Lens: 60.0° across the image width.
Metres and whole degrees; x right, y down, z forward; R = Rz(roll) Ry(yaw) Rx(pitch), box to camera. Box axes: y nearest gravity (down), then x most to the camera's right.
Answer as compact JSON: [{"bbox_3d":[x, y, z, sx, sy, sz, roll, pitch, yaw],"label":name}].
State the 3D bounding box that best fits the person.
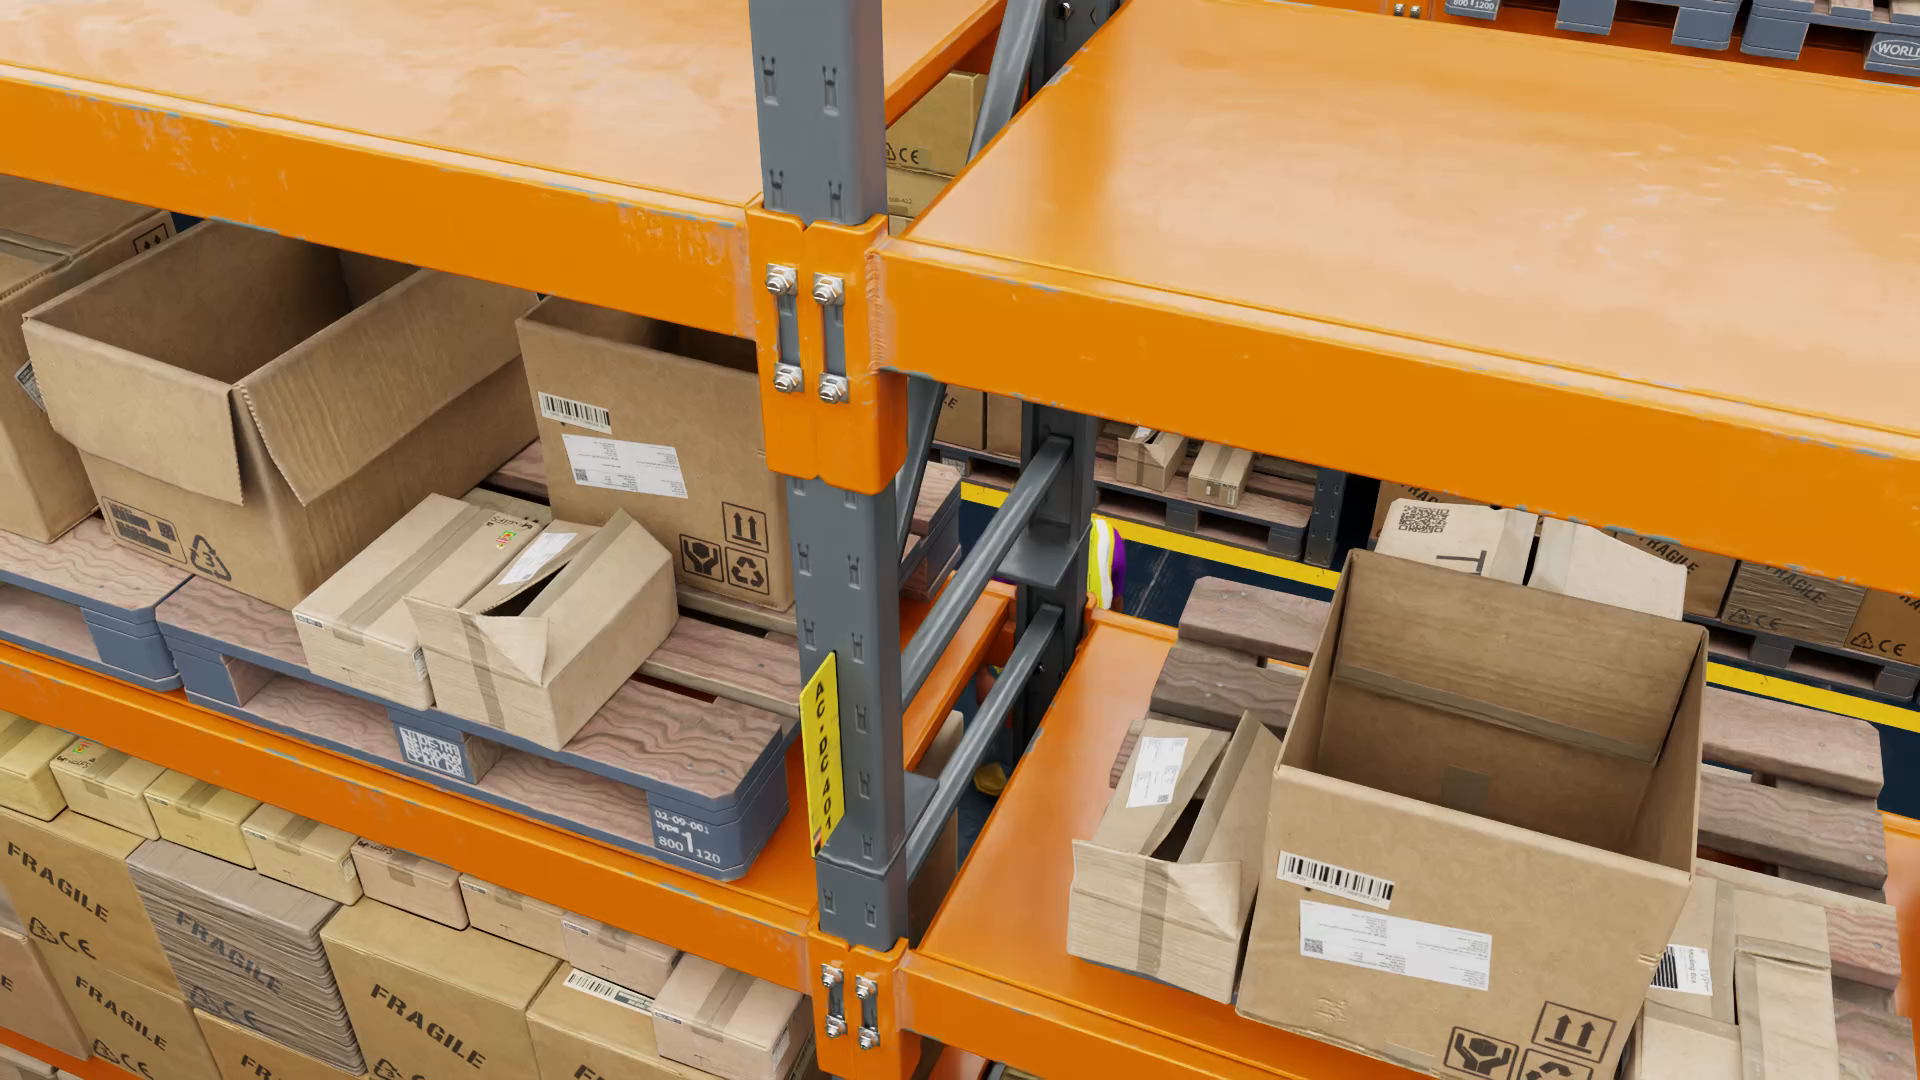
[{"bbox_3d":[0.339,0.463,6.187,0.605,1.750,0.835,-10,38,-13],"label":"person"}]
